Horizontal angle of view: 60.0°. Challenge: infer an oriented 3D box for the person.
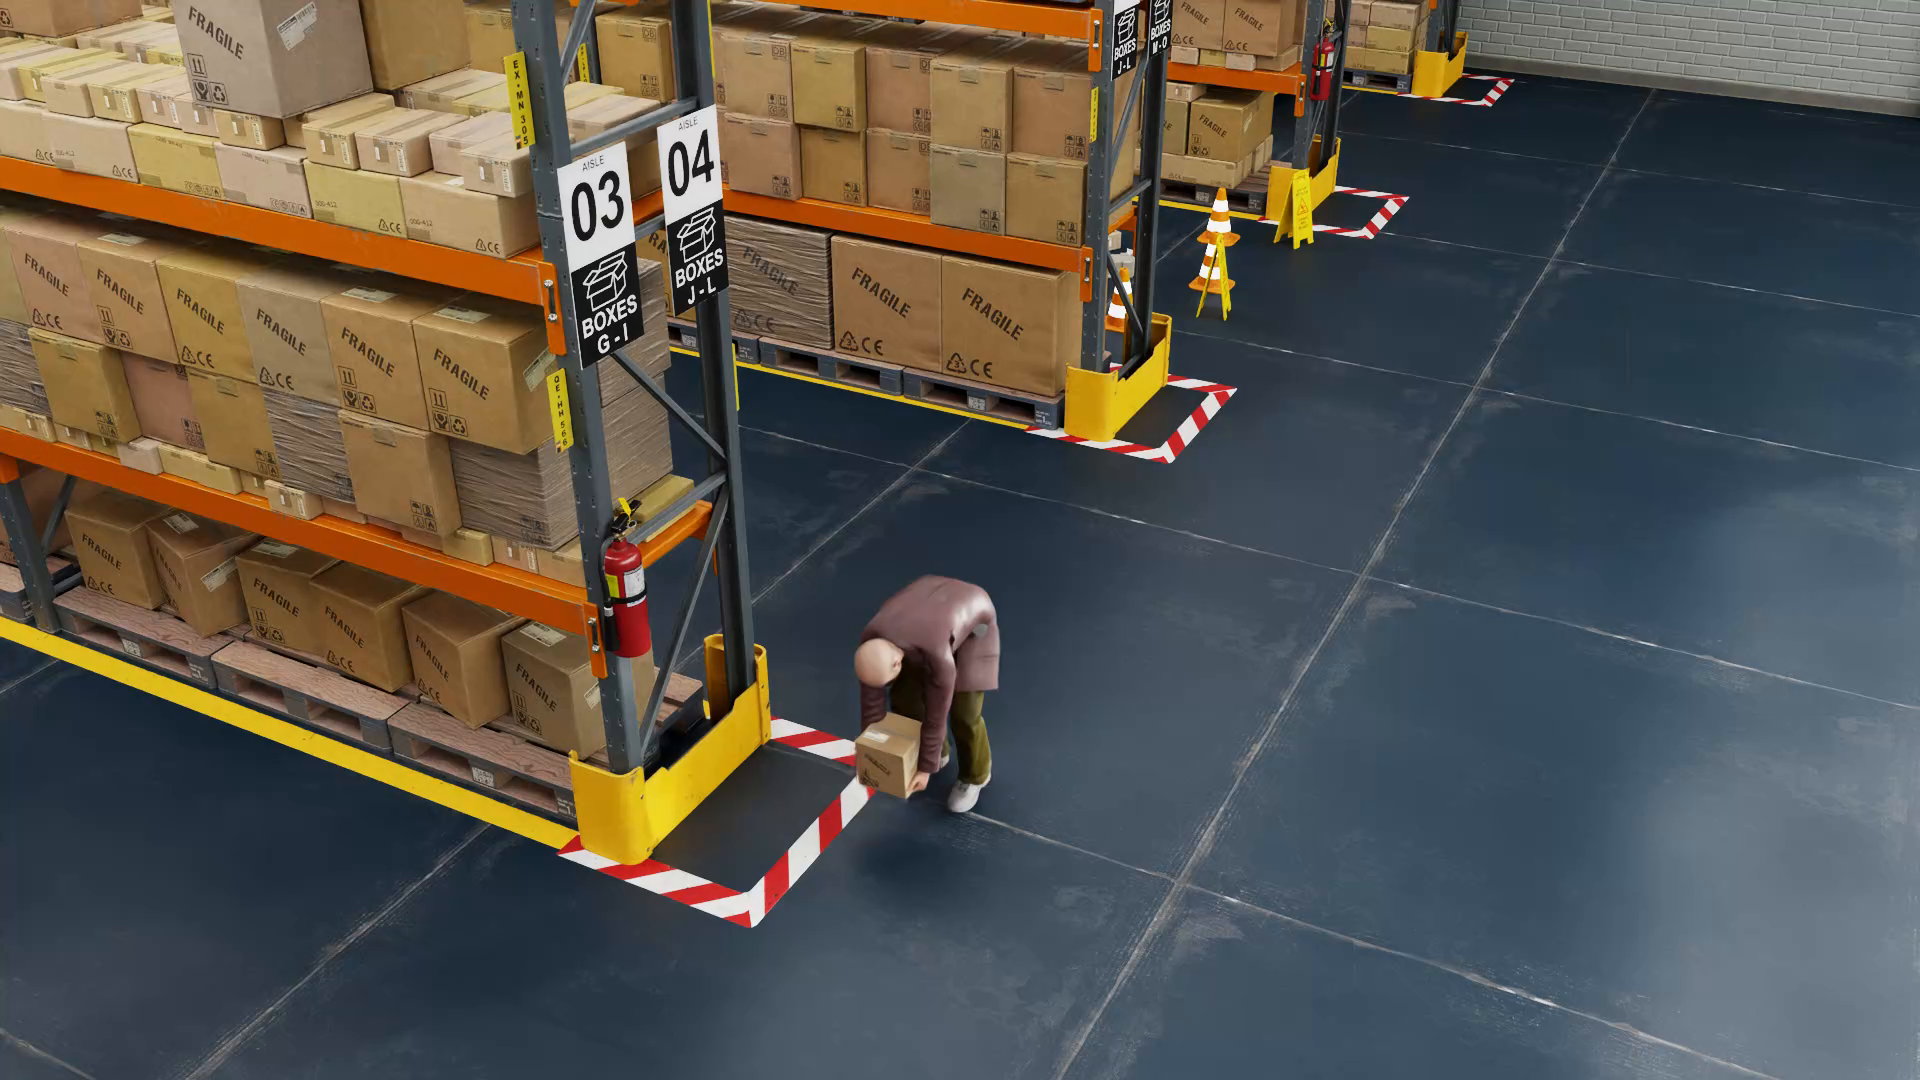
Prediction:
[{"bbox_3d":[-0.101,0.443,7.537,0.523,1.779,0.554,17,34,27],"label":"person"}]
